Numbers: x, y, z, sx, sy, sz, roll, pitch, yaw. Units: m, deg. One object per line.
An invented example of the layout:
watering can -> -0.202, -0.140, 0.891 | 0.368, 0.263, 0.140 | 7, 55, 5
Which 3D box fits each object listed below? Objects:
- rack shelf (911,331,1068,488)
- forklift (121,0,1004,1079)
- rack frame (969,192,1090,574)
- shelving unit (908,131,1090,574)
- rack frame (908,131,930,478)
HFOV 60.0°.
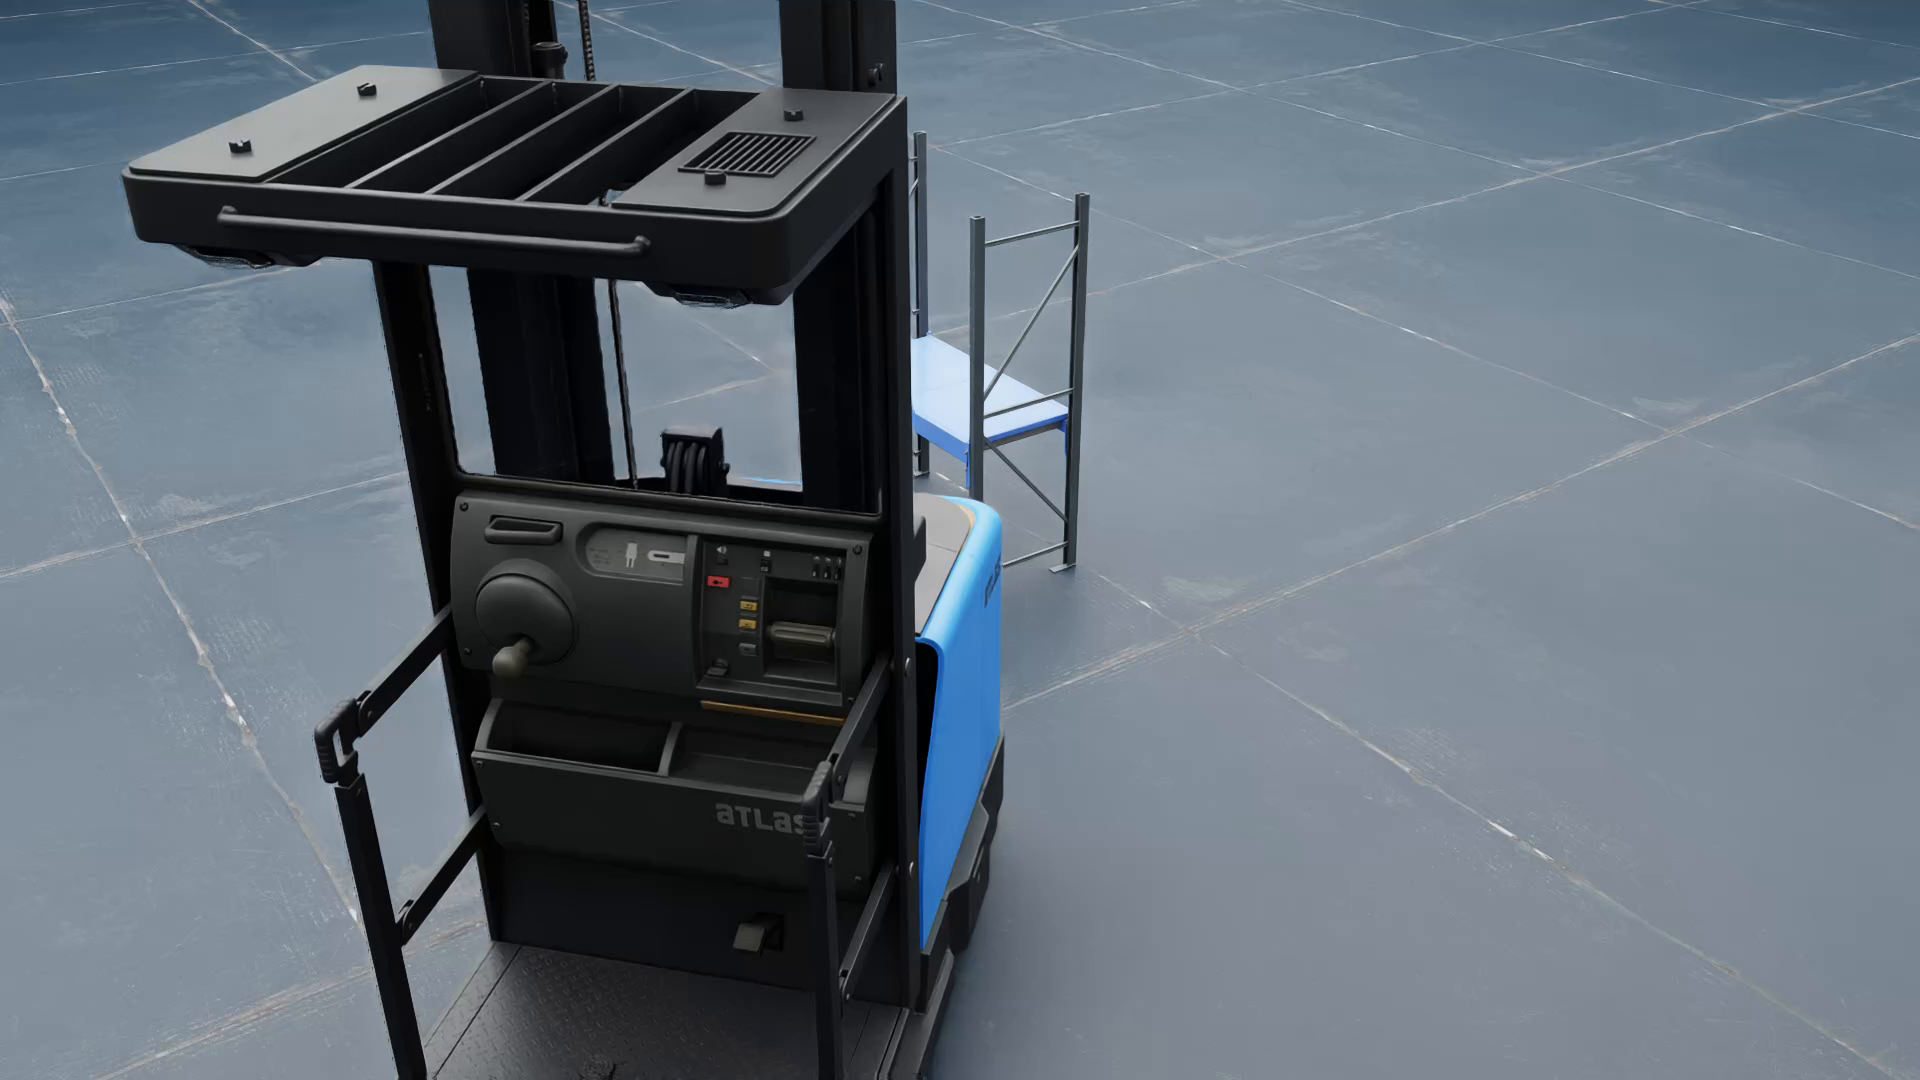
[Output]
rack shelf -> -0.049, -0.534, 6.539 | 0.538, 0.185, 1.000 | -19, 34, -31
forklift -> -0.691, 0.177, 3.352 | 1.130, 2.935, 3.031 | 6, 29, 11
rack frame -> 0.245, -0.495, 6.089 | 0.500, 1.500, 0.032 | -19, 34, -31
shelving unit -> -0.049, -0.692, 6.453 | 0.538, 1.500, 1.048 | -19, 34, -31
rack frame -> -0.344, -0.890, 6.817 | 0.500, 1.500, 0.032 | -19, 34, -31
